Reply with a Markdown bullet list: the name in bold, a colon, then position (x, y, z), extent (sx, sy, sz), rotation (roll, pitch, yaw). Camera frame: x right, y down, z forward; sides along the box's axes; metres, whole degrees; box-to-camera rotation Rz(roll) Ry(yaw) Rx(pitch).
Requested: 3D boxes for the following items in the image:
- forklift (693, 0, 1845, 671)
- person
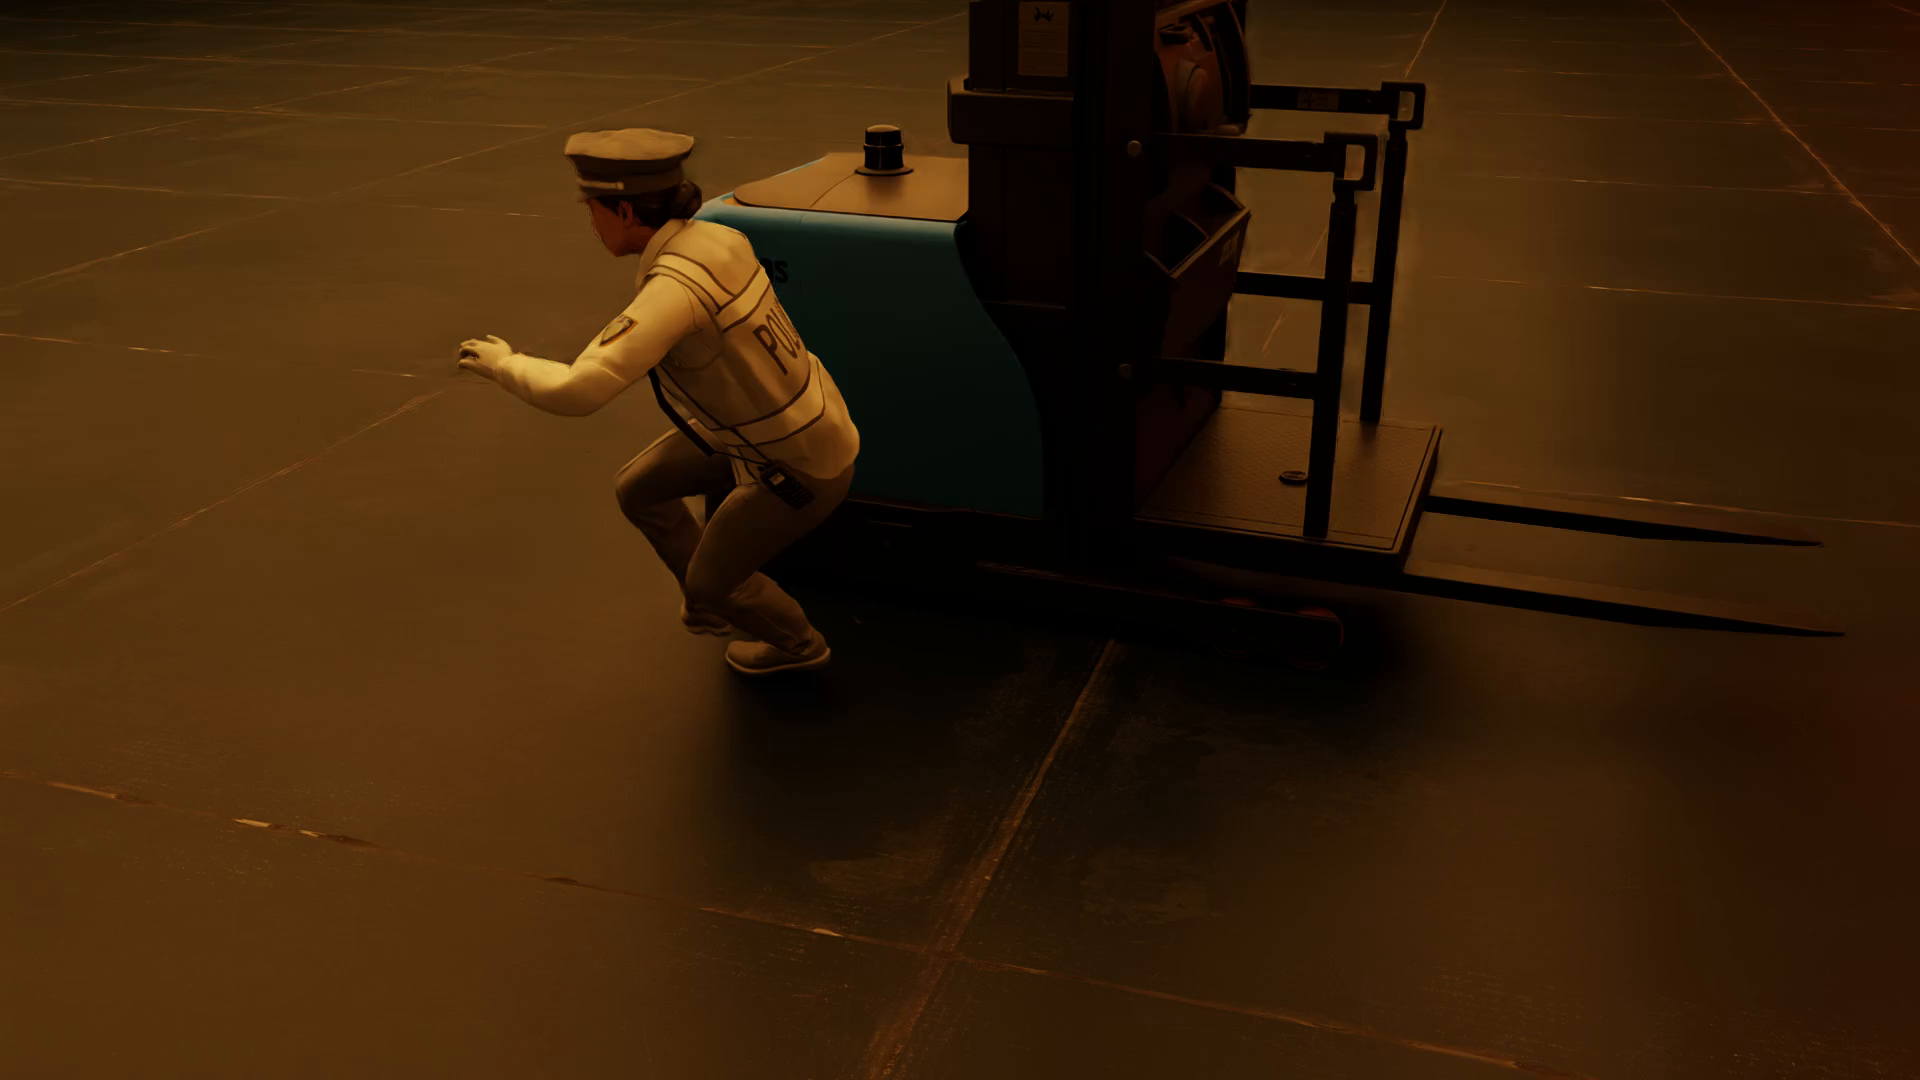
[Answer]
- **forklift**: position (0.824, -1.245, 4.296), extent (3.031, 2.935, 1.130), rotation (8, 24, 19)
- **person**: position (-0.646, -0.213, 3.723), extent (0.832, 1.424, 0.894), rotation (-3, 23, -6)
